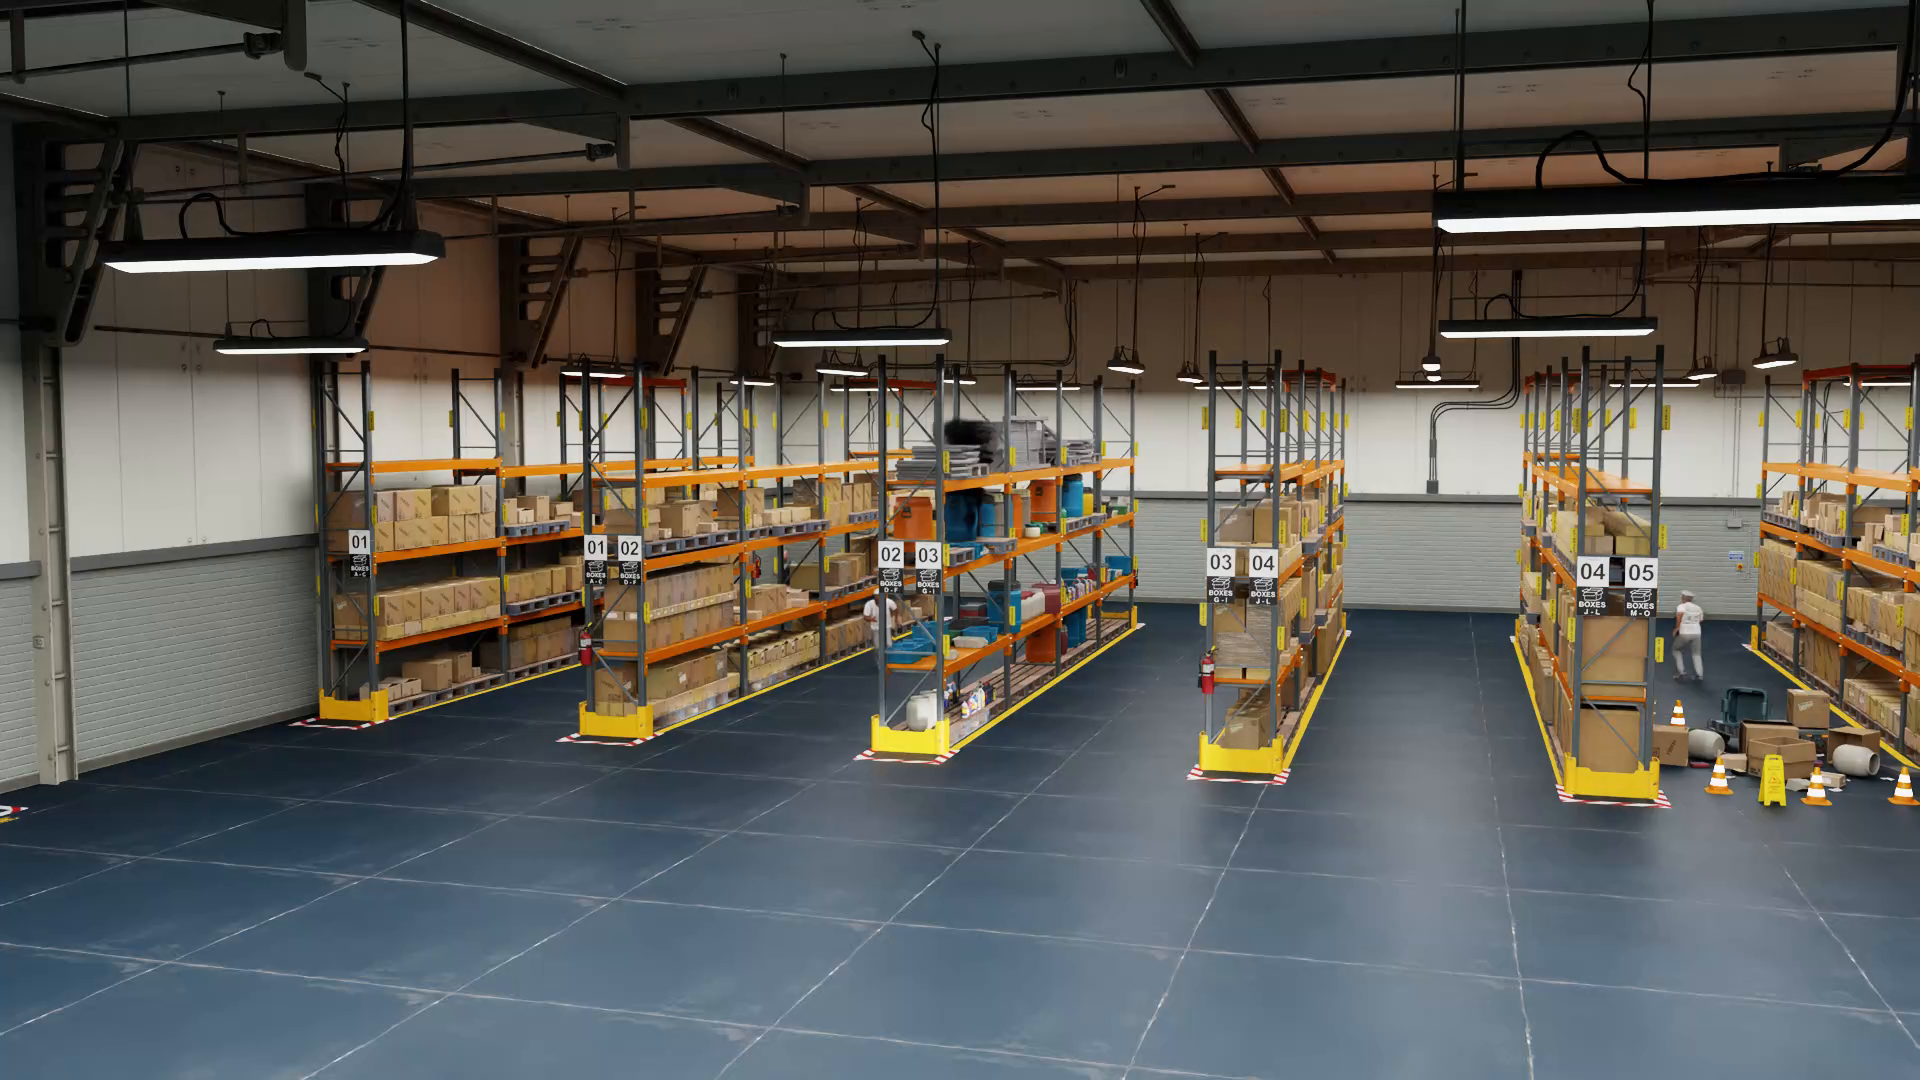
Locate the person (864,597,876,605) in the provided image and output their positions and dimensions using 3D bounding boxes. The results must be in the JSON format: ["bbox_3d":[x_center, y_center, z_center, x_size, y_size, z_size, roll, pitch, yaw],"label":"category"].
[{"bbox_3d":[-2.298,1.171,42.665,0.568,1.576,0.609,1,4,8],"label":"person"}]

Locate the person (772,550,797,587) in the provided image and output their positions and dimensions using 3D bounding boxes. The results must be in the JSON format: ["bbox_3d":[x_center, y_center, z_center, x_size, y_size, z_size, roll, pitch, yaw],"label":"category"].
[{"bbox_3d":[-4.382,1.131,41.904,0.640,1.762,0.856,0,4,7],"label":"person"}]

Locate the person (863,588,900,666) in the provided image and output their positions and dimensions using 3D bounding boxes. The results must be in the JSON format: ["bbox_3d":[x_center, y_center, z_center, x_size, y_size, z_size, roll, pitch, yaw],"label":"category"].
[{"bbox_3d":[-1.581,1.768,33.534,0.724,1.653,0.902,0,4,-1],"label":"person"}]

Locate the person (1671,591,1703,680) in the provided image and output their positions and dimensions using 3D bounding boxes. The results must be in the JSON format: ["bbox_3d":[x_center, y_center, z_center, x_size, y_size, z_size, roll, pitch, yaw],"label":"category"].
[{"bbox_3d":[14.061,1.867,32.112,0.665,1.736,0.989,0,4,1],"label":"person"}]
